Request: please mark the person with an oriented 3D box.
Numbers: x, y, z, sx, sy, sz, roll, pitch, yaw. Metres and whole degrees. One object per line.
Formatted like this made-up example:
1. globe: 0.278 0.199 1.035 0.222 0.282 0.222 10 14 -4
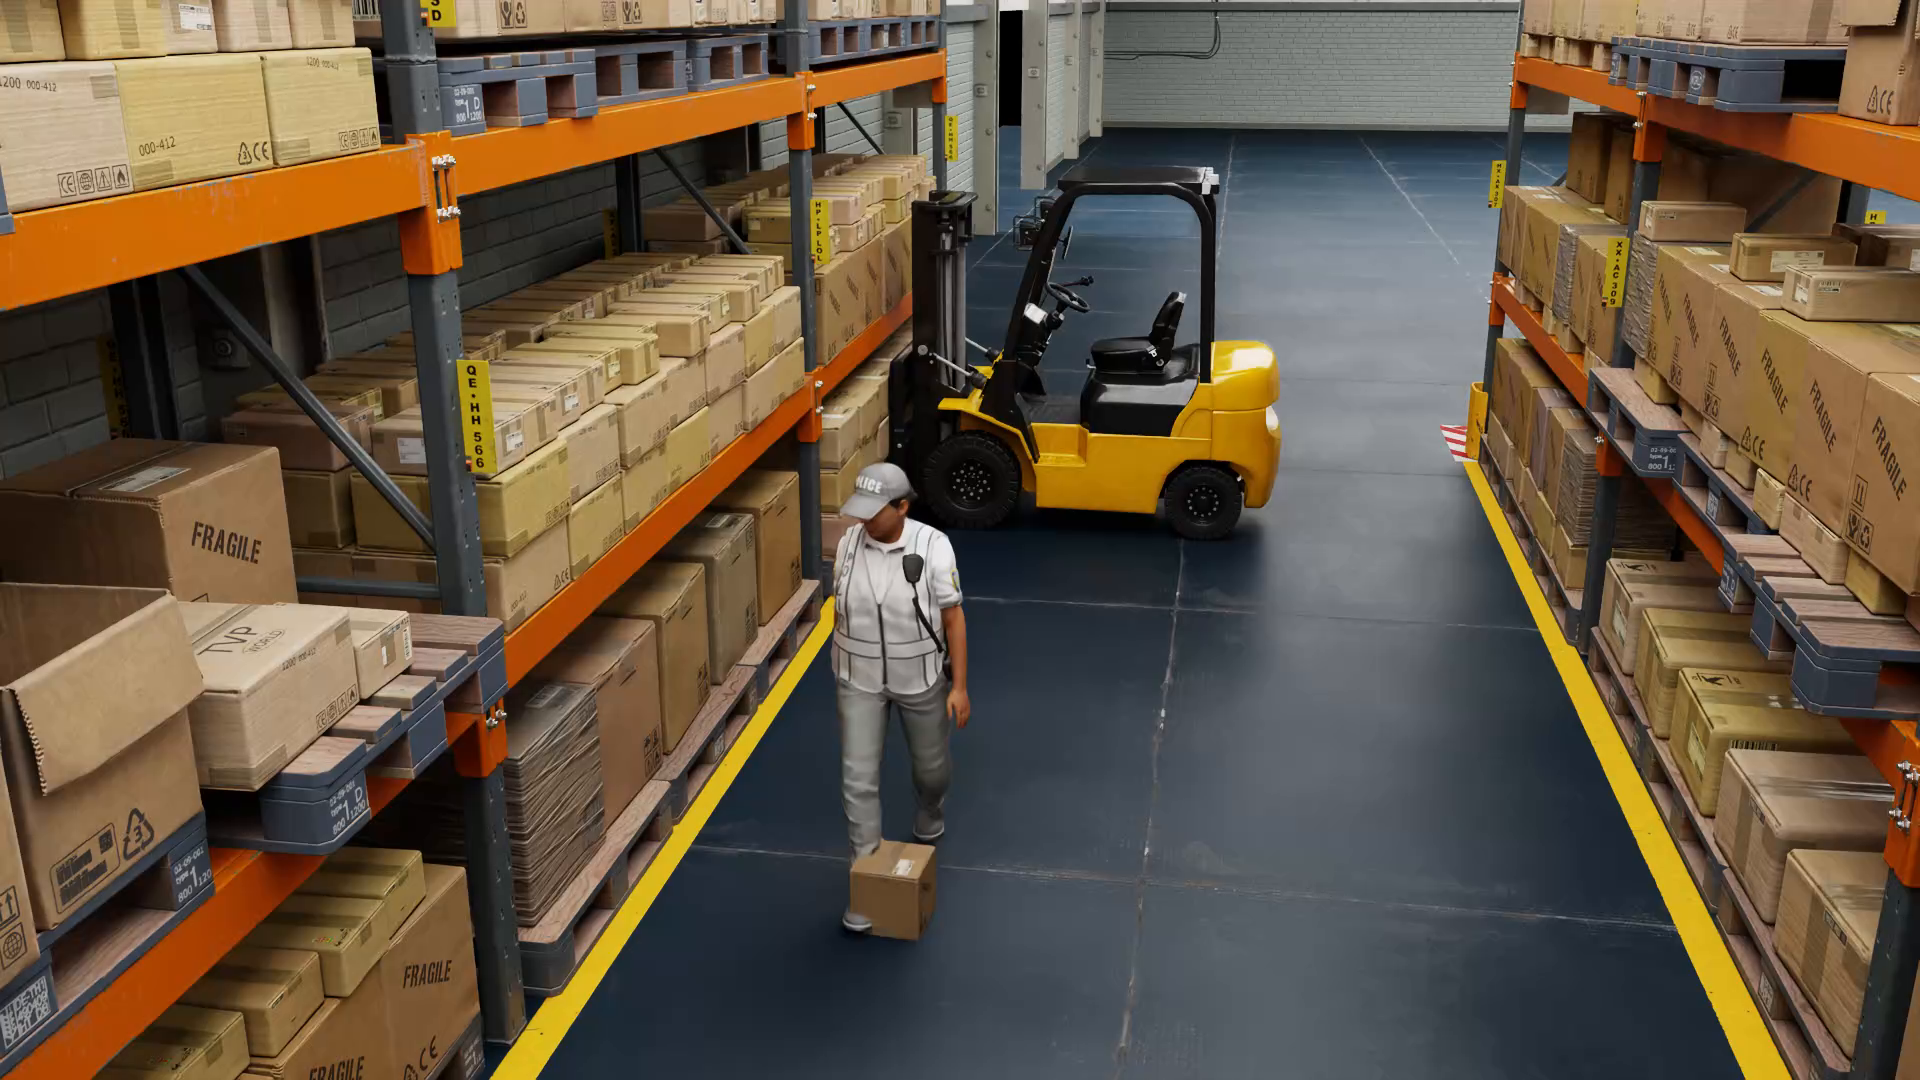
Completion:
1. person: -0.211 0.496 6.025 0.512 1.630 0.870 1 18 5
